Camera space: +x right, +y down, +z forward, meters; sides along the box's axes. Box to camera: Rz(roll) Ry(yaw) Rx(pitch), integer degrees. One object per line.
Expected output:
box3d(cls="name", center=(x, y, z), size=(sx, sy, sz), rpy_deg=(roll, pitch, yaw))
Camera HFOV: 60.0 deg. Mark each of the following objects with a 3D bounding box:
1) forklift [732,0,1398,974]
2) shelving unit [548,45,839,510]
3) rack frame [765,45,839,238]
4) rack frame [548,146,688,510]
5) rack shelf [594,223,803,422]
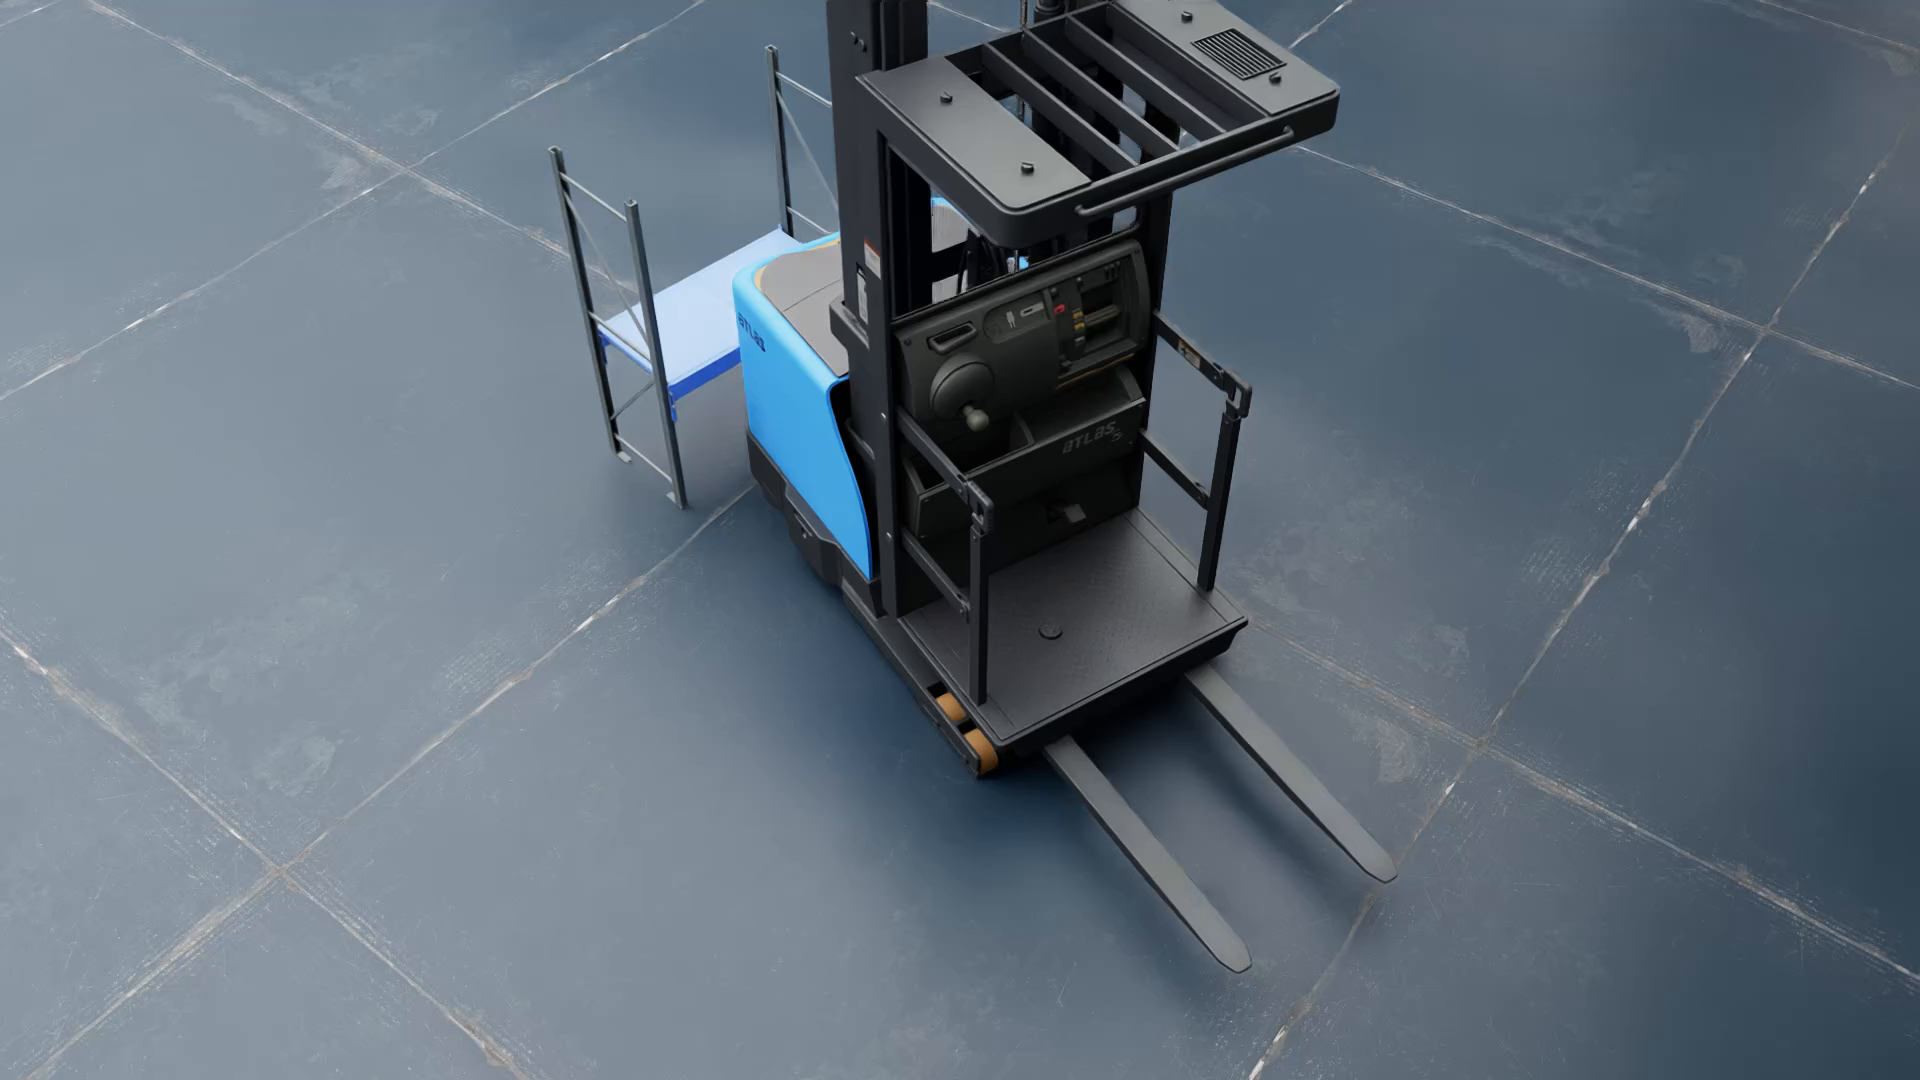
box3d(cls="forklift", center=(0.338, -0.567, 5.265), size=(1.130, 2.935, 3.031), rpy_deg=(-24, 51, -22))
box3d(cls="shelving unit", center=(-0.945, -1.035, 6.702), size=(1.048, 1.500, 0.538), rpy_deg=(-35, 56, -29))
box3d(cls="rack frame", center=(-0.581, -1.292, 6.947), size=(0.032, 1.500, 0.500), rpy_deg=(-35, 56, -29))
box3d(cls="rack frame", center=(-1.310, -0.779, 6.457), size=(0.032, 1.500, 0.500), rpy_deg=(-35, 56, -29))
box3d(cls="rack shelf", center=(-0.945, -0.911, 6.832), size=(1.000, 0.185, 0.538), rpy_deg=(-35, 56, -29))
